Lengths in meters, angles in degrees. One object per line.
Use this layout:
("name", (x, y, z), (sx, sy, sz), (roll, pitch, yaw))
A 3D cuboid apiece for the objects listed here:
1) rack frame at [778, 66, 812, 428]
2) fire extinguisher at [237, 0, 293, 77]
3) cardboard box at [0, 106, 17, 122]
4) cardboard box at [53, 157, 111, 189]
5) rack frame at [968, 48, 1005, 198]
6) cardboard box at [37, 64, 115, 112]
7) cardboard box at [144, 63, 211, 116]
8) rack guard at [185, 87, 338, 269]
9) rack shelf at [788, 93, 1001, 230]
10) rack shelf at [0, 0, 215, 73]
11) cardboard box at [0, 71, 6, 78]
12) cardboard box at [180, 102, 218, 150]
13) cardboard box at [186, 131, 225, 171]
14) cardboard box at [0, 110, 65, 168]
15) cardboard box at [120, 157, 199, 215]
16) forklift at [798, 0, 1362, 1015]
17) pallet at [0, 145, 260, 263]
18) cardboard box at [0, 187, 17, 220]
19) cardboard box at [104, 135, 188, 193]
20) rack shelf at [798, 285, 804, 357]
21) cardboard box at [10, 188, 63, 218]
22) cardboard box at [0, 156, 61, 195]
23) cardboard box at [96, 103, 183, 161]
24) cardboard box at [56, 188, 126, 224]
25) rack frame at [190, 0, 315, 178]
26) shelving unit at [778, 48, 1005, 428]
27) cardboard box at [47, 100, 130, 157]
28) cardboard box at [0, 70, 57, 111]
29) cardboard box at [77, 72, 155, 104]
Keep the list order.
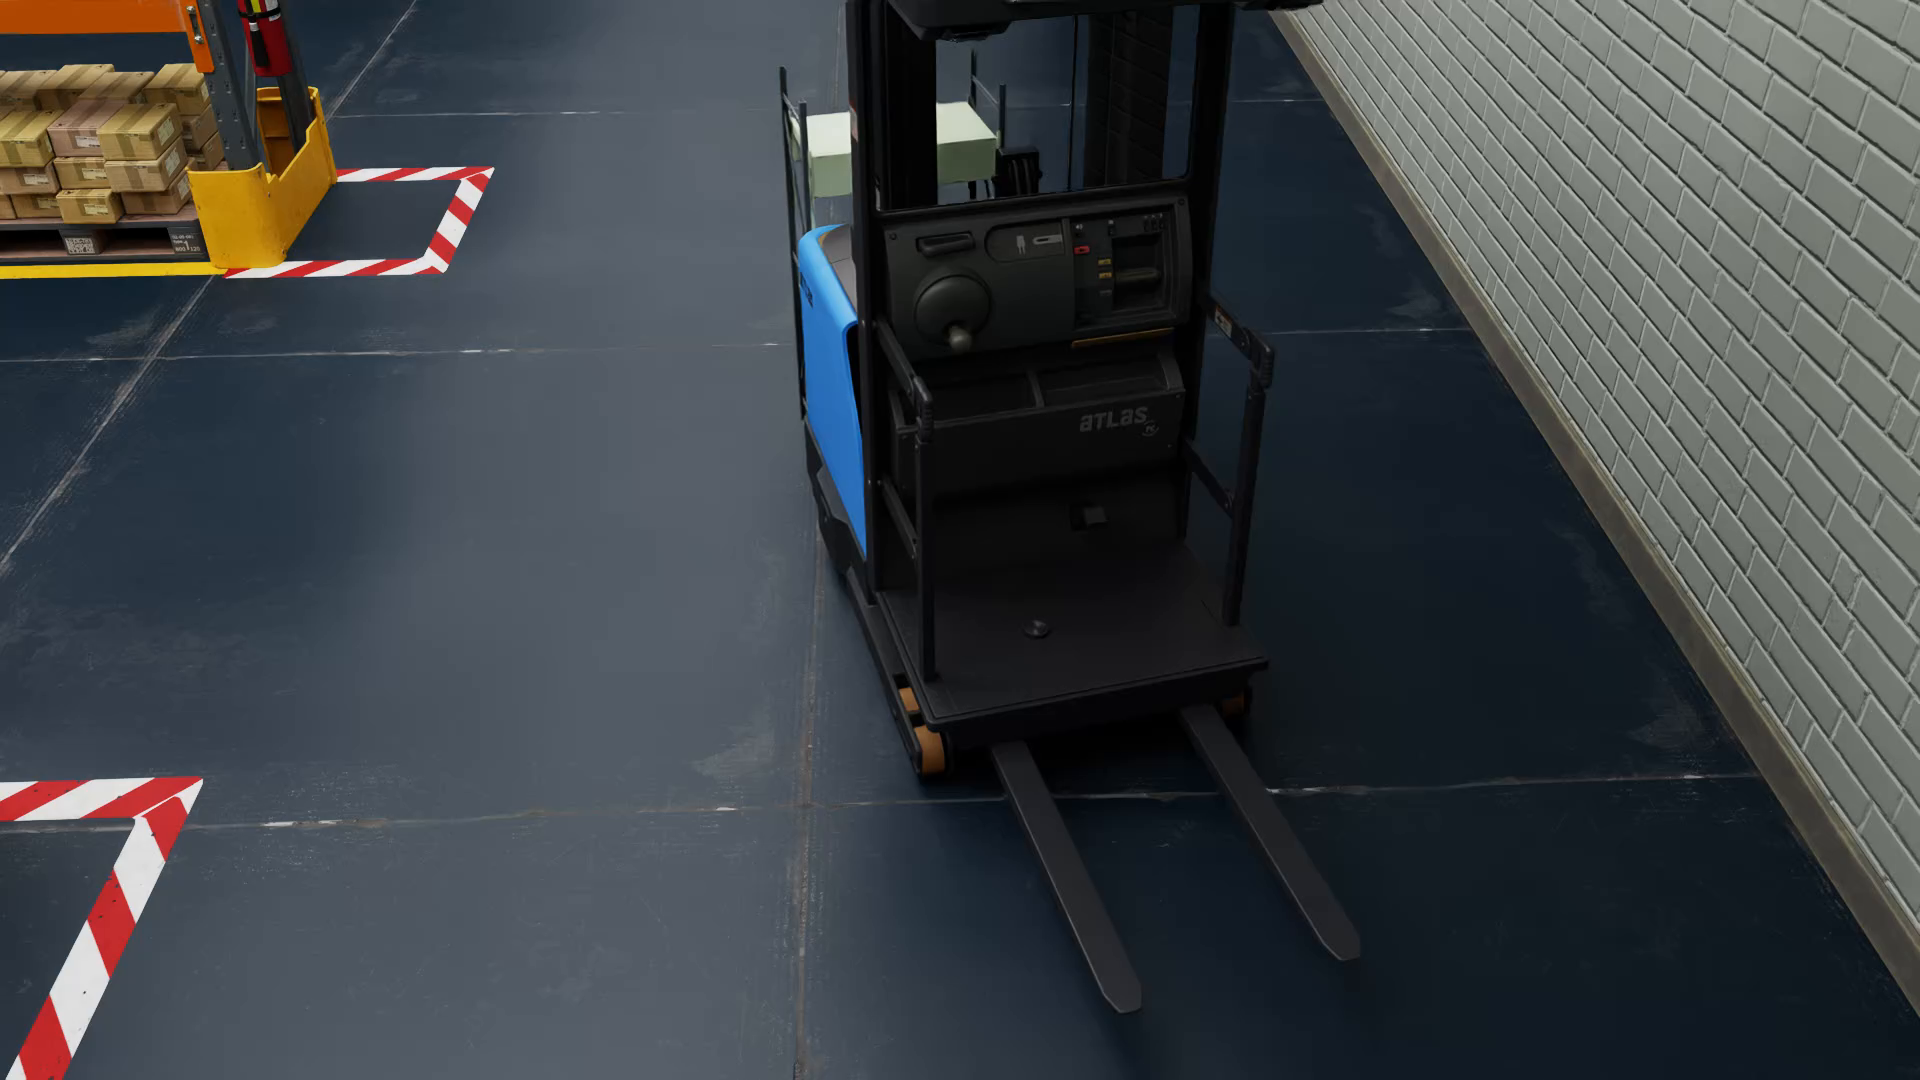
("rack frame", (-0.606, -1.024, 6.412), (0.023, 1.500, 0.400), (-9, 36, -13))
("fire extinguisher", (-3.202, -2.463, 7.569), (0.183, 0.674, 0.296), (-2, 35, -2))
("cardboard box", (-4.760, -1.966, 8.068), (0.250, 0.149, 0.380), (-3, 35, -4))
("cardboard box", (-4.253, -1.873, 8.196), (0.250, 0.149, 0.380), (-2, 35, -3))
("rack frame", (0.098, -1.140, 6.579), (0.023, 1.500, 0.400), (-9, 36, -13))
("cardboard box", (-4.542, -2.318, 8.577), (0.250, 0.149, 0.380), (-2, 35, -2))
("cardboard box", (-4.015, -2.328, 8.591), (0.250, 0.149, 0.380), (-3, 35, -4))
("rack guard", (-3.551, -1.874, 8.518), (0.348, 0.500, 1.175), (-2, 35, -2))
("rack shelf", (-0.254, -1.403, 6.273), (0.720, 0.370, 0.431), (-9, 36, -13))
("rack shelf", (-5.473, -2.554, 7.937), (4.000, 0.370, 1.077), (-2, 35, -2))
("cardboard box", (-5.063, -2.262, 8.496), (0.250, 0.149, 0.380), (0, 35, 0))
("cardboard box", (-4.011, -2.158, 8.607), (0.250, 0.149, 0.380), (0, 35, 0))
("cardboard box", (-4.014, -2.072, 8.744), (0.250, 0.149, 0.380), (-1, 35, -1))
("cardboard box", (-4.499, -1.937, 8.026), (0.250, 0.149, 0.380), (-2, 35, -3))
("cardboard box", (-3.991, -1.771, 8.310), (0.250, 0.149, 0.380), (-1, 35, -1))
("forklift", (0.301, -0.719, 4.713), (1.130, 2.935, 3.031), (-9, 36, -13))
("pallet", (-4.364, -1.753, 8.598), (1.213, 0.211, 1.003), (-2, 35, -2))
("cardboard box", (-4.757, -1.735, 8.257), (0.250, 0.149, 0.380), (-1, 35, -2))
("cardboard box", (-3.989, -1.850, 8.162), (0.250, 0.149, 0.380), (-2, 35, -4))
("rack shelf", (-0.254, -0.814, 6.681), (0.720, 0.370, 0.431), (-9, 36, -13))
("cardboard box", (-4.511, -1.749, 8.277), (0.250, 0.149, 0.380), (-2, 35, -2))
("cardboard box", (-4.508, -1.835, 8.140), (0.250, 0.149, 0.380), (-3, 35, -4))
("cardboard box", (-3.992, -1.990, 8.103), (0.250, 0.149, 0.380), (-1, 35, -2))
("cardboard box", (-4.243, -1.707, 8.217), (0.250, 0.149, 0.380), (-1, 35, -1))
("rack frame", (-3.475, -2.904, 7.810), (0.127, 3.000, 1.000), (-2, 35, -2))
("shelving unit", (-0.254, -1.082, 6.495), (0.755, 1.500, 0.431), (-9, 36, -13))
("cardboard box", (-4.246, -2.016, 8.141), (0.250, 0.149, 0.380), (-1, 35, -1))
("cardboard box", (-4.786, -2.264, 8.499), (0.250, 0.149, 0.380), (-3, 35, -5))
("cardboard box", (-4.284, -2.252, 8.481), (0.250, 0.149, 0.380), (-1, 35, -1))
